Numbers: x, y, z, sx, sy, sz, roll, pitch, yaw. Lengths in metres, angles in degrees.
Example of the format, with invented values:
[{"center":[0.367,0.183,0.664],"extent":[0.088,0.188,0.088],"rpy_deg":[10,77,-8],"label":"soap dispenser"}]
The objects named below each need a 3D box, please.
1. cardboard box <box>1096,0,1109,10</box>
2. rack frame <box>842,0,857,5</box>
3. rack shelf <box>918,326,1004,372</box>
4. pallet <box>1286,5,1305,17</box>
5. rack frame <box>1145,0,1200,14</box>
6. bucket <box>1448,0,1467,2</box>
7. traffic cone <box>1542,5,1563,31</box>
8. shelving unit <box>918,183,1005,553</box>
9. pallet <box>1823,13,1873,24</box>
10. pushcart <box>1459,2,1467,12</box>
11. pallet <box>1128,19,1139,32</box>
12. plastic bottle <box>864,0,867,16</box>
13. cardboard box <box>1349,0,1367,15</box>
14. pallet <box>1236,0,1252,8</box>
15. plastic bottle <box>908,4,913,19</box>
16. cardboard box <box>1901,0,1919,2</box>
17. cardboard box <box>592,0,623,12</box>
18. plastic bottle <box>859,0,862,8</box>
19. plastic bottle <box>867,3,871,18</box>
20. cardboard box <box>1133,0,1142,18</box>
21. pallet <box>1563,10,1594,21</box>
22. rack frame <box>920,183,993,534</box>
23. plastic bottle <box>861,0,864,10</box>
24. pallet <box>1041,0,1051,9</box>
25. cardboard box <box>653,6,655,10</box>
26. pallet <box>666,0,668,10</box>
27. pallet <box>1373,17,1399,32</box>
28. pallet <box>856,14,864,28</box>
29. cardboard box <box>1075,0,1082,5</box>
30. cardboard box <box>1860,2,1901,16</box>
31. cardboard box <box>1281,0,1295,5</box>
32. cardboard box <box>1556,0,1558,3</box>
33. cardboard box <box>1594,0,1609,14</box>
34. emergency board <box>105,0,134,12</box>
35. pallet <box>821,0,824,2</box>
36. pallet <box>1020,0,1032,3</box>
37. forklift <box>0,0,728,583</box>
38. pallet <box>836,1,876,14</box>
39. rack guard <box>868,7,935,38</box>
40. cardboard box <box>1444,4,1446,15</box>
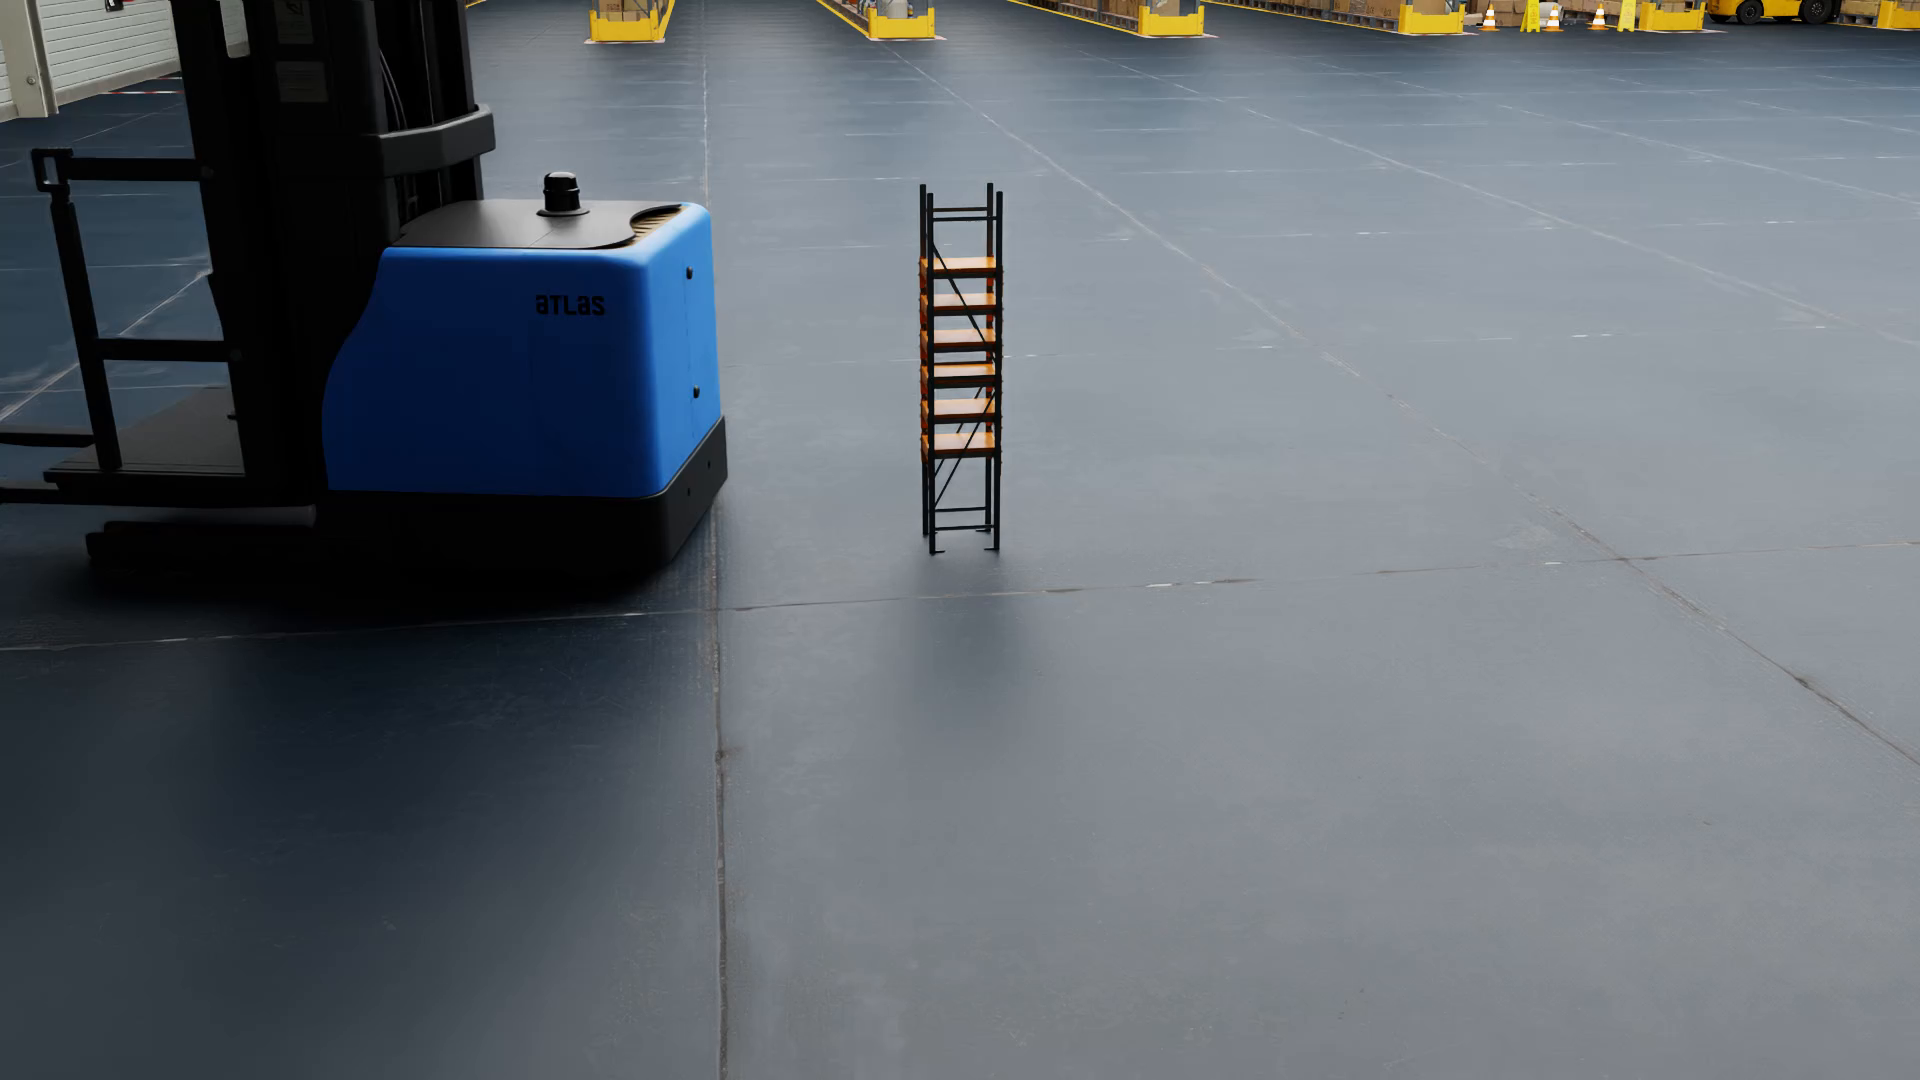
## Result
[{"center":[3.259,-11.360,34.789],"extent":[0.700,0.500,0.500],"rpy_deg":[-5,21,-12],"label":"cardboard box"},{"center":[-2.151,-13.247,36.896],"extent":[1.000,3.000,0.127],"rpy_deg":[-3,21,-8],"label":"rack frame"},{"center":[0.002,-0.628,5.466],"extent":[0.258,0.103,0.180],"rpy_deg":[-3,21,-8],"label":"rack shelf"},{"center":[7.884,-11.707,36.759],"extent":[1.003,0.211,1.213],"rpy_deg":[-3,21,-8],"label":"pallet"},{"center":[3.903,-10.727,30.148],"extent":[1.000,3.000,0.127],"rpy_deg":[-3,21,-8],"label":"rack frame"},{"center":[10.550,-11.574,34.925],"extent":[0.726,0.611,0.620],"rpy_deg":[4,11,11],"label":"bucket"},{"center":[11.322,-9.948,31.690],"extent":[0.336,0.463,0.334],"rpy_deg":[-3,21,-8],"label":"traffic cone"},{"center":[0.002,-0.557,5.493],"extent":[0.258,1.200,0.189],"rpy_deg":[-3,21,-8],"label":"shelving unit"},{"center":[18.297,-10.856,34.480],"extent":[1.003,0.211,1.213],"rpy_deg":[-3,21,-8],"label":"pallet"},{"center":[10.884,-11.251,35.299],"extent":[1.648,0.377,0.936],"rpy_deg":[-11,23,-26],"label":"pushcart"},{"center":[3.810,-9.730,31.465],"extent":[1.003,0.211,1.213],"rpy_deg":[-3,21,-8],"label":"pallet"},{"center":[-1.780,-10.314,32.201],"extent":[0.144,0.351,0.185],"rpy_deg":[-3,21,-8],"label":"plastic bottle"},{"center":[8.404,-10.995,33.303],"extent":[0.875,0.875,0.875],"rpy_deg":[-3,21,-7],"label":"cardboard box"},{"center":[7.389,-13.097,40.482],"extent":[1.003,0.211,1.213],"rpy_deg":[-3,21,-8],"label":"pallet"},{"center":[-0.951,-10.048,31.603],"extent":[0.097,0.271,0.097],"rpy_deg":[0,20,0],"label":"plastic bottle"},{"center":[18.759,-10.794,32.944],"extent":[0.500,0.250,0.500],"rpy_deg":[-3,21,-7],"label":"cardboard box"},{"center":[-6.272,-9.659,29.548],"extent":[0.500,0.500,0.500],"rpy_deg":[-3,21,-8],"label":"cardboard box"},{"center":[-1.963,-10.657,33.233],"extent":[0.097,0.271,0.097],"rpy_deg":[0,20,0],"label":"plastic bottle"},{"center":[-1.732,-10.064,31.627],"extent":[0.061,0.283,0.133],"rpy_deg":[-2,21,-6],"label":"plastic bottle"},{"center":[3.638,-10.392,32.226],"extent":[0.500,0.500,0.500],"rpy_deg":[-1,21,-3],"label":"cardboard box"},{"center":[13.265,-11.074,35.065],"extent":[1.003,0.211,1.213],"rpy_deg":[-3,21,-8],"label":"pallet"},{"center":[-0.011,-0.589,5.578],"extent":[0.240,1.200,0.006],"rpy_deg":[-3,21,-8],"label":"rack frame"},{"center":[-1.869,-10.526,32.770],"extent":[0.144,0.351,0.185],"rpy_deg":[-2,21,-6],"label":"plastic bottle"},{"center":[2.538,-12.888,39.922],"extent":[1.003,0.211,1.213],"rpy_deg":[-3,21,-8],"label":"pallet"},{"center":[-5.972,-9.853,31.140],"extent":[0.500,0.250,0.500],"rpy_deg":[-3,21,-8],"label":"cardboard box"},{"center":[-7.296,-12.374,38.544],"extent":[1.003,0.211,1.213],"rpy_deg":[-3,21,-8],"label":"pallet"},{"center":[8.633,-9.908,31.943],"extent":[1.003,0.211,1.213],"rpy_deg":[-3,21,-8],"label":"pallet"},{"center":[-1.519,-10.321,33.047],"extent":[1.003,0.211,1.213],"rpy_deg":[-3,21,-8],"label":"pallet"},{"center":[2.959,-12.109,36.794],"extent":[0.700,0.500,0.500],"rpy_deg":[-5,21,-12],"label":"cardboard box"},{"center":[18.241,-10.533,32.961],"extent":[0.500,0.250,0.500],"rpy_deg":[-3,21,-7],"label":"cardboard box"},{"center":[7.801,-12.336,37.074],"extent":[1.050,0.750,0.750],"rpy_deg":[-3,21,-7],"label":"cardboard box"},{"center":[13.055,-11.758,36.067],"extent":[0.950,0.372,0.625],"rpy_deg":[-3,21,-7],"label":"cardboard box"},{"center":[13.179,-10.762,33.573],"extent":[0.500,0.250,0.500],"rpy_deg":[-4,21,-10],"label":"cardboard box"},{"center":[-10.575,-7.241,20.816],"extent":[0.194,1.169,0.643],"rpy_deg":[-3,21,-8],"label":"emergency board"},{"center":[-3.051,-14.001,42.901],"extent":[1.003,0.211,1.213],"rpy_deg":[-3,21,-8],"label":"pallet"},{"center":[2.141,-13.842,42.476],"extent":[1.003,0.211,1.213],"rpy_deg":[-3,21,-8],"label":"pallet"},{"center":[-2.400,-1.430,5.355],"extent":[3.031,2.935,1.130],"rpy_deg":[2,21,4],"label":"forklift"},{"center":[-2.306,-12.211,38.109],"extent":[1.003,0.211,1.213],"rpy_deg":[-3,21,-8],"label":"pallet"},{"center":[-1.056,-9.330,29.981],"extent":[1.175,0.500,0.348],"rpy_deg":[-3,21,-8],"label":"rack guard"},{"center":[9.489,-10.671,33.569],"extent":[0.500,0.500,0.500],"rpy_deg":[1,20,2],"label":"cardboard box"}]
